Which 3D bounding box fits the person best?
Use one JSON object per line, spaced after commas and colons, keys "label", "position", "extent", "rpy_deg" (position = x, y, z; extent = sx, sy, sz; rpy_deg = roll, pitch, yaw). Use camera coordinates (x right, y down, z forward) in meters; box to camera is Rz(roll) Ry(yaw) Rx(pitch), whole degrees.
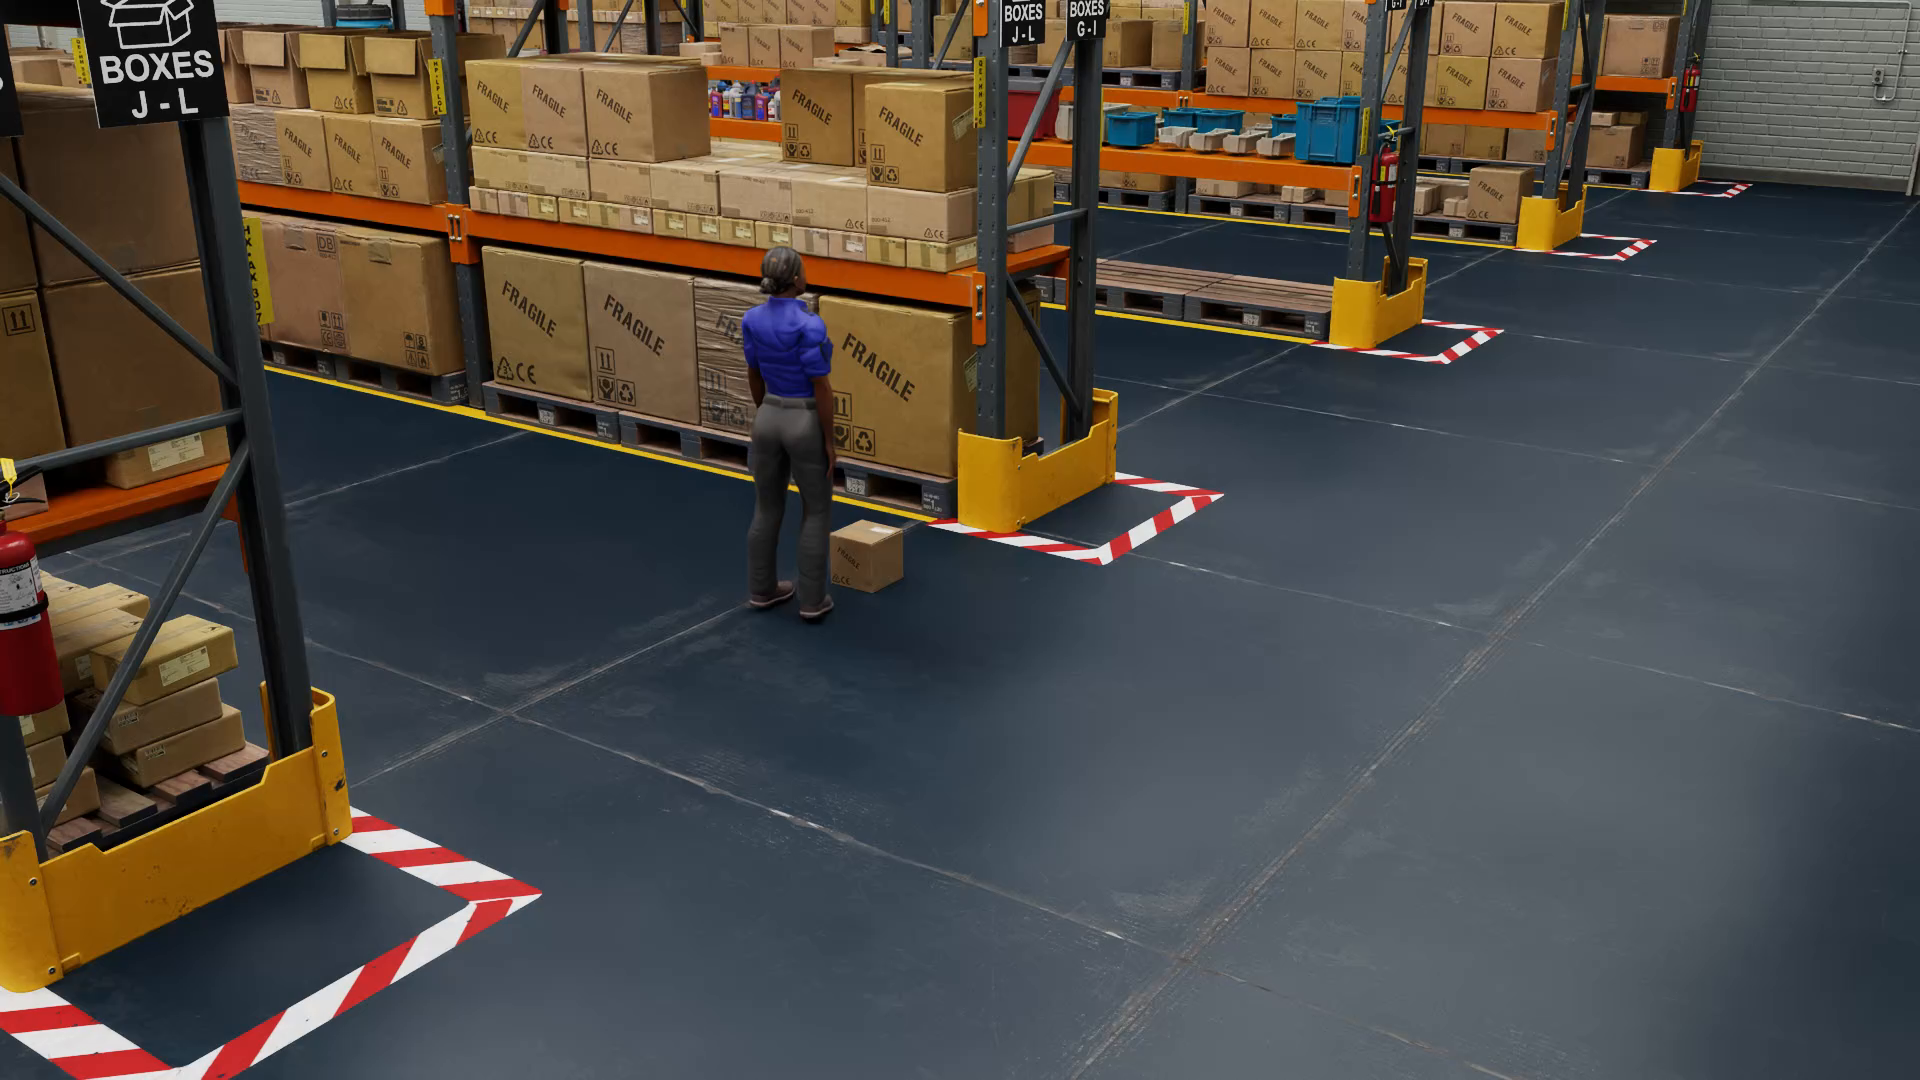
{"label": "person", "position": [-0.715, -0.470, 7.330], "extent": [0.489, 1.671, 0.367], "rpy_deg": [11, 23, 27]}
